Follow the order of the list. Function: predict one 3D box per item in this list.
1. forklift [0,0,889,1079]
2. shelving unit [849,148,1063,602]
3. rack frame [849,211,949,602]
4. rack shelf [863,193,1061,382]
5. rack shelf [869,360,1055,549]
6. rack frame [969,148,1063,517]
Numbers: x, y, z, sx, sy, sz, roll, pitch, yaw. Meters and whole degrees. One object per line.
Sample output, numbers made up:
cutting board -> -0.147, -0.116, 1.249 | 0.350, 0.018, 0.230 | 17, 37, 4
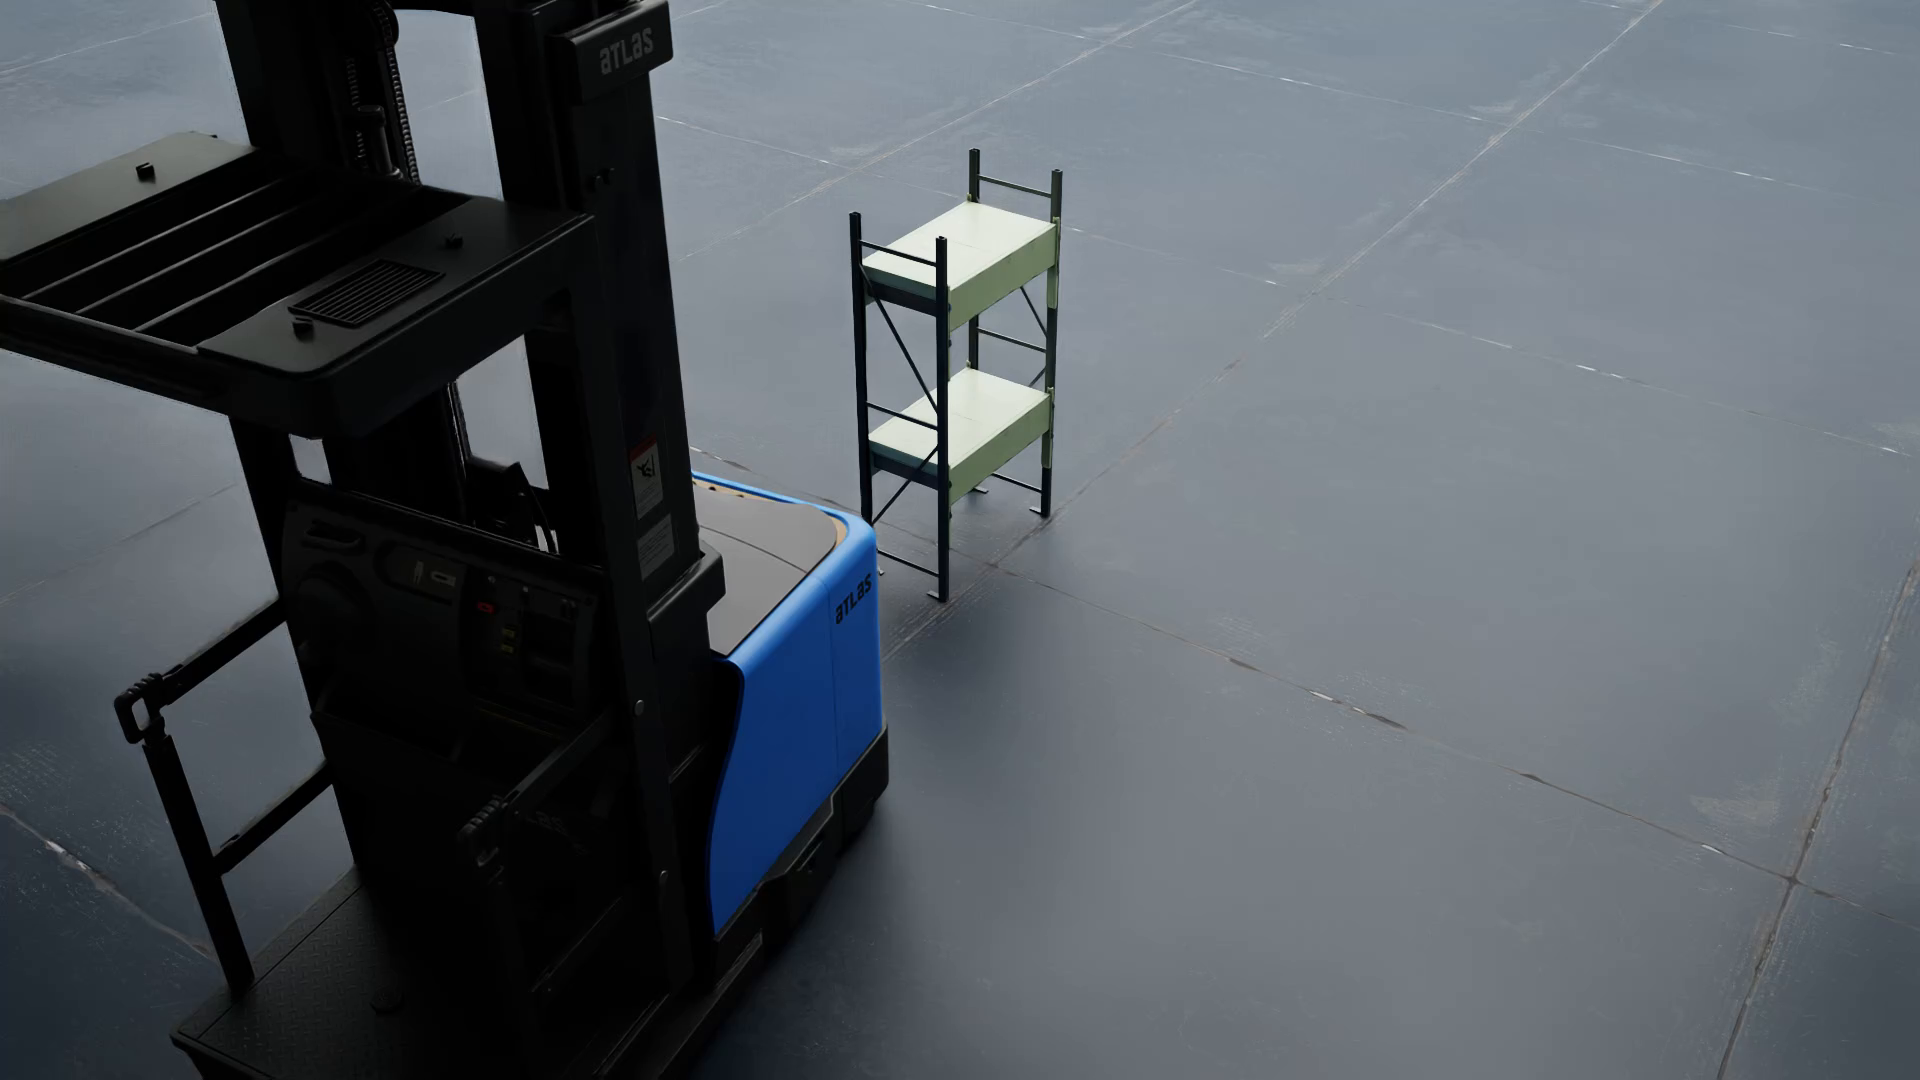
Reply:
forklift -> -1.333, 0.237, 3.783 | 1.130, 2.935, 3.031 | 15, 37, 21
shelving unit -> -0.004, -0.618, 6.325 | 0.431, 1.500, 0.755 | 21, 39, 28
rack frame -> -0.212, -0.450, 6.076 | 0.400, 1.500, 0.023 | 21, 39, 28
rack shelf -> -0.004, -0.941, 6.107 | 0.431, 0.370, 0.720 | 21, 39, 28
rack shelf -> -0.004, -0.348, 6.508 | 0.431, 0.370, 0.720 | 21, 39, 28
rack frame -> 0.205, -0.787, 6.574 | 0.400, 1.500, 0.023 | 21, 39, 28
